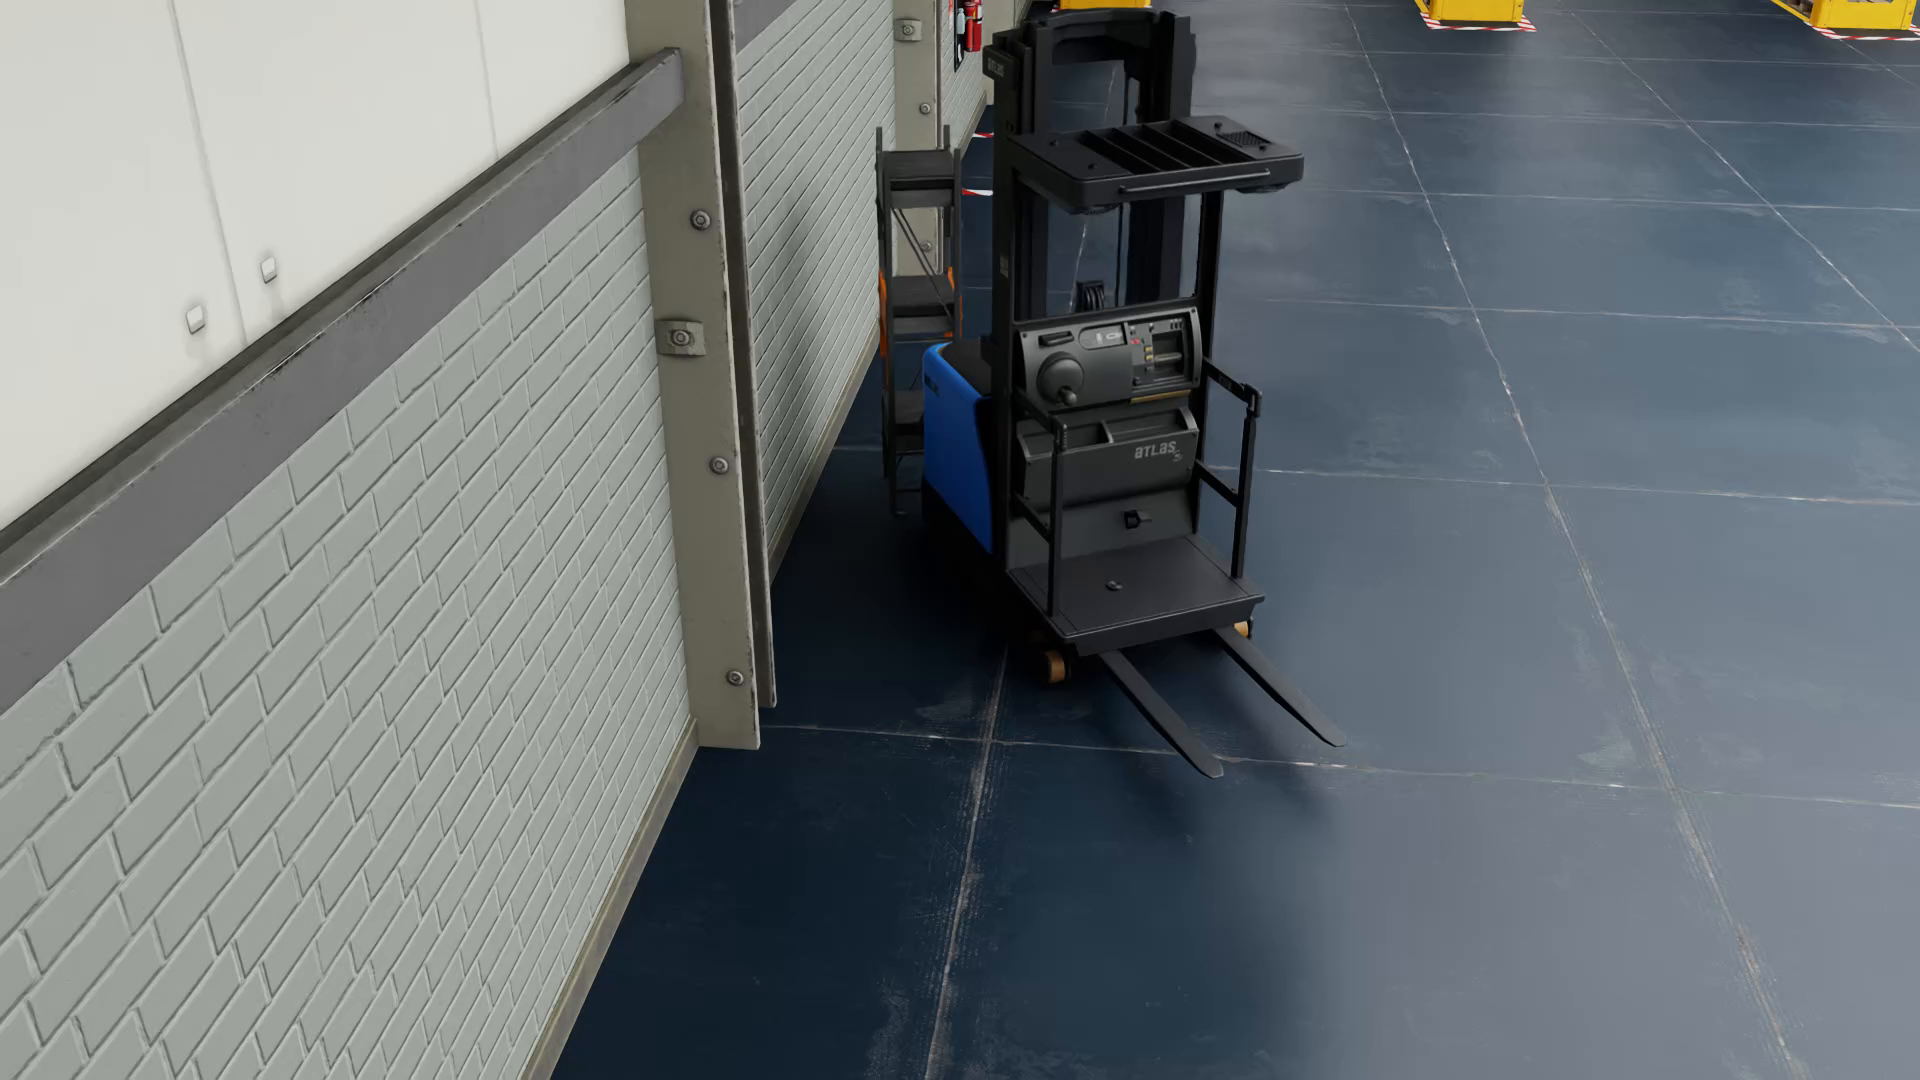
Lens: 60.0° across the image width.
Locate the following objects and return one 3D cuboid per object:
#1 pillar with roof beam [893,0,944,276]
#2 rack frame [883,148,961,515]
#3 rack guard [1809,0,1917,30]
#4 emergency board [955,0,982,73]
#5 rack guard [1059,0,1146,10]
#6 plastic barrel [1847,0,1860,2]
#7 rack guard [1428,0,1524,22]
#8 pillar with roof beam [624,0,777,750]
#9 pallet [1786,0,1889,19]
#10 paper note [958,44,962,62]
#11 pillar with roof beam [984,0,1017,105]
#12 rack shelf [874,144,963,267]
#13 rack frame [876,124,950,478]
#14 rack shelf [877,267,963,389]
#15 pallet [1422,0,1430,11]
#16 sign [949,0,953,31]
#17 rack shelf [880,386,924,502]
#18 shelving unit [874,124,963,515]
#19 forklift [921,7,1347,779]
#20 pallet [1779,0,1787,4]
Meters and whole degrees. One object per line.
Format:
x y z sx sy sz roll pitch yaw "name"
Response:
3.967 -5.692 10.327 9.100 9.000 0.400 3 28 6 "pillar with roof beam"
-0.195 -1.081 9.044 0.400 2.100 0.015 -3 28 -6 "rack frame"
11.733 -6.932 21.590 1.175 0.500 0.348 3 28 6 "rack guard"
0.089 -4.964 15.302 0.194 1.169 0.643 3 28 6 "emergency board"
1.947 -7.505 22.653 1.175 0.500 0.348 3 28 6 "rack guard"
11.775 -7.398 21.999 0.421 0.512 0.421 0 28 0 "plastic barrel"
6.852 -7.172 22.035 1.175 0.500 0.348 3 28 6 "rack guard"
3.232 -2.867 5.085 9.100 9.000 0.400 3 28 6 "pillar with roof beam"
11.838 -7.187 22.367 1.003 0.211 1.213 3 28 6 "pallet"
-0.001 -4.497 15.363 0.016 0.148 0.142 3 28 6 "paper note"
4.702 -8.516 15.569 9.100 9.000 0.400 3 28 6 "pillar with roof beam"
-0.225 -1.801 8.931 0.431 0.518 0.480 -3 28 -6 "rack shelf"
-0.254 -1.311 9.470 0.400 2.100 0.015 -3 28 -6 "rack frame"
-0.225 -1.184 9.263 0.431 0.518 0.480 -3 28 -6 "rack shelf"
6.907 -7.418 22.797 1.003 0.211 1.213 3 28 6 "pallet"
-0.081 -4.725 14.821 0.001 0.329 0.234 3 28 6 "sign"
-0.225 -0.568 9.595 0.431 0.518 0.480 -3 28 -6 "rack shelf"
-0.225 -1.196 9.257 0.431 2.100 0.503 -3 28 -6 "shelving unit"
0.800 -0.826 7.693 1.130 2.935 3.031 -11 30 -19 "forklift"
11.990 -7.759 23.430 1.003 0.211 1.213 3 28 6 "pallet"
